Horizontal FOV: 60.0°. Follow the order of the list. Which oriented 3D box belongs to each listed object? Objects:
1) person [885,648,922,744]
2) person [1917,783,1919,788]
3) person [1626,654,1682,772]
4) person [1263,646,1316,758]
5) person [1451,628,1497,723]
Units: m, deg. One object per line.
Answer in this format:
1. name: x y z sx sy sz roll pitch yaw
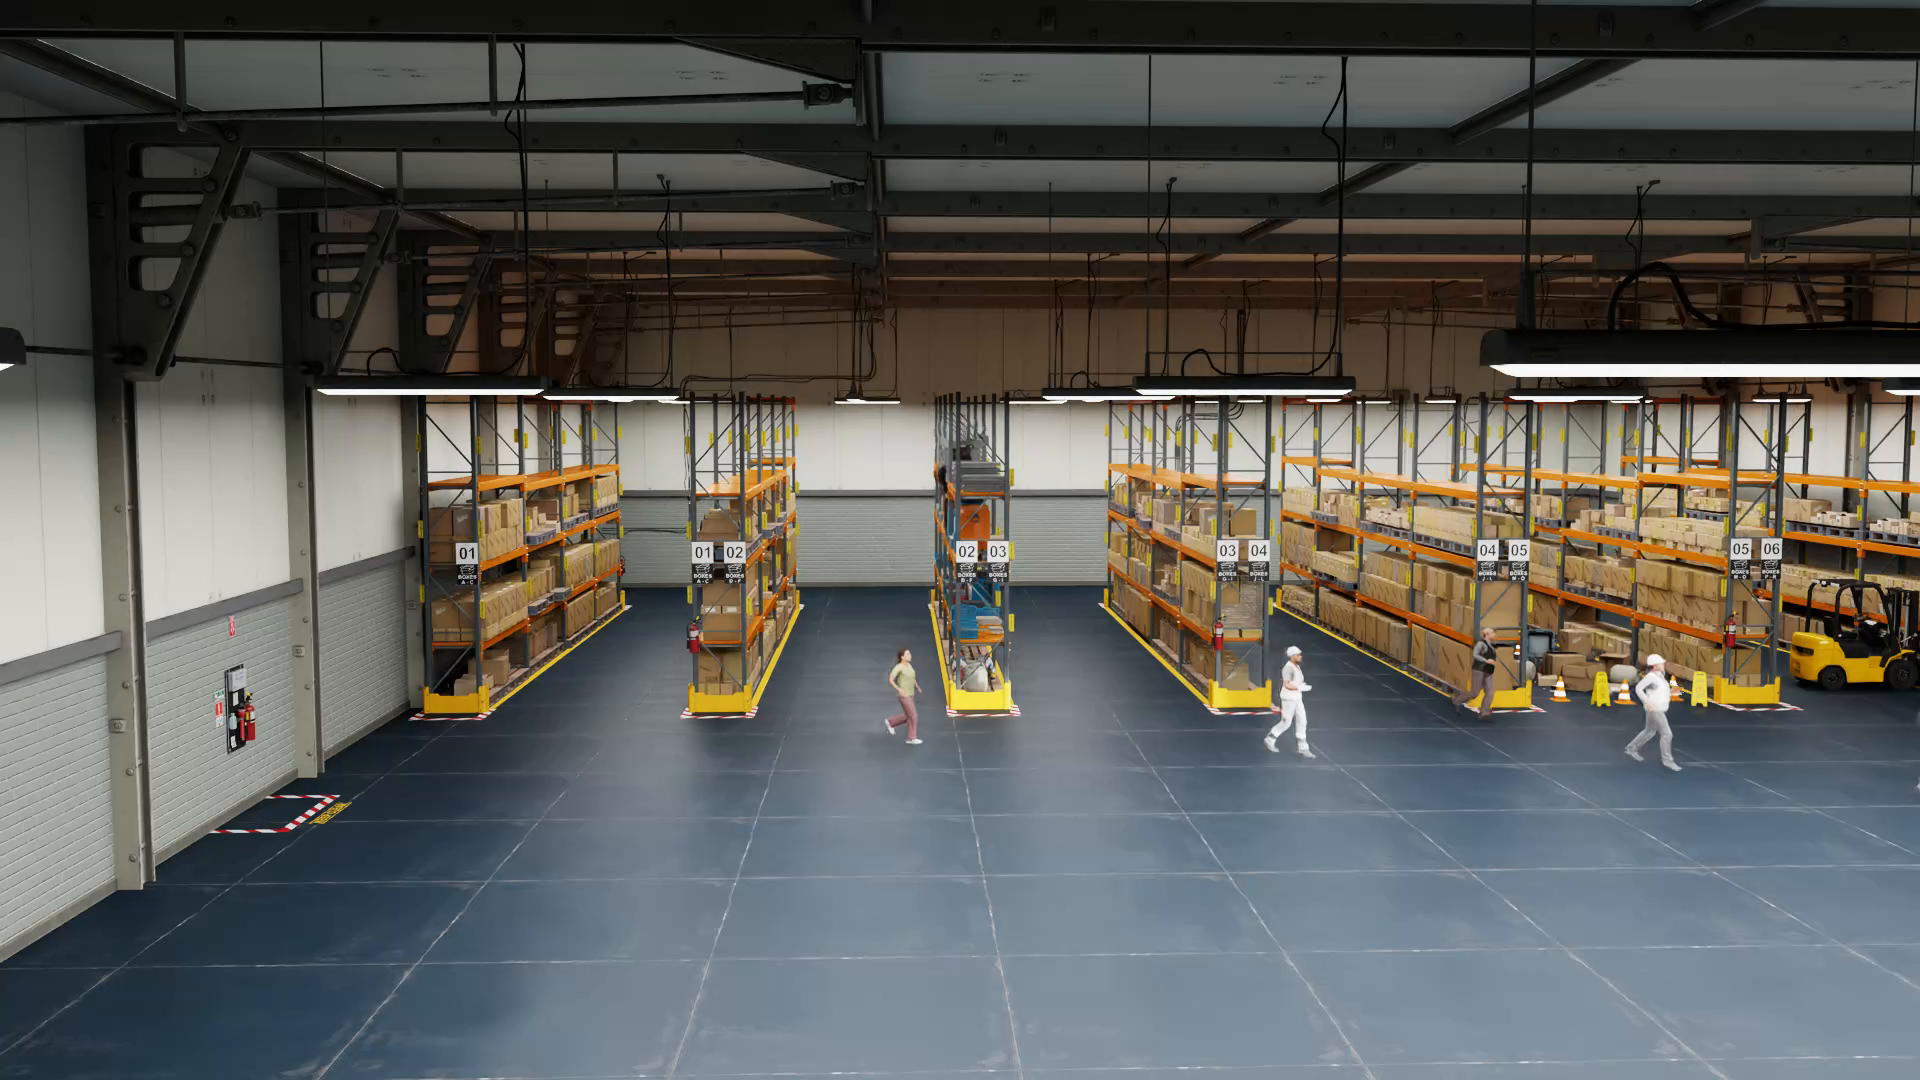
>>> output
1. person: -0.978 2.638 28.269 0.769 1.631 0.616 3 5 29
2. person: 14.341 2.945 24.163 0.709 1.747 0.593 4 6 38
3. person: 11.018 2.712 26.355 0.875 1.808 0.641 3 5 32
4. person: 5.408 2.644 27.223 0.854 1.828 0.684 3 5 29
5. person: 9.567 2.451 30.522 0.693 1.683 0.900 -4 6 -41
